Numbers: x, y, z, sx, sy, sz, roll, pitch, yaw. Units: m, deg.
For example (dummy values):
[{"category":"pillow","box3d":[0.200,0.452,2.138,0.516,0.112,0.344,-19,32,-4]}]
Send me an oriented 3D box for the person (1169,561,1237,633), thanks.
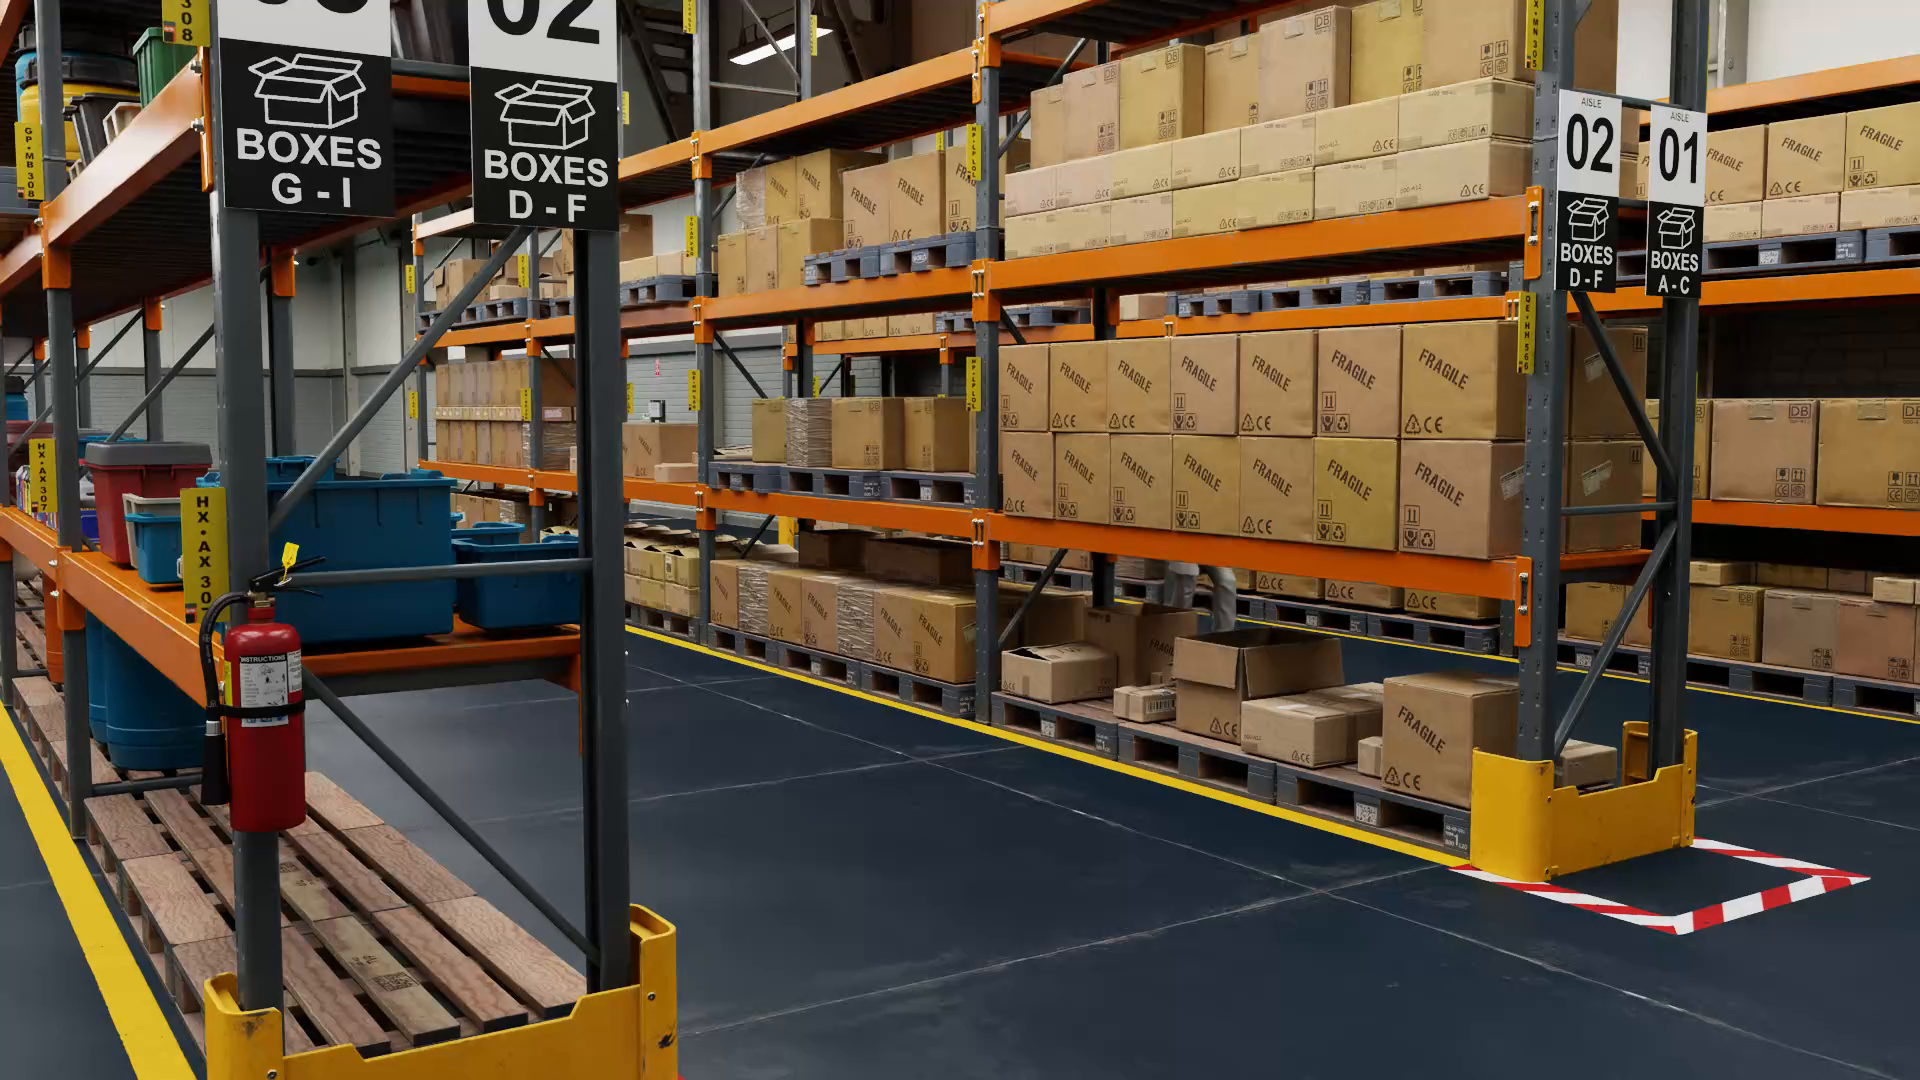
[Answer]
[{"category":"person","box3d":[1.852,0.047,12.798,0.643,1.834,0.765,-2,5,-24]}]
